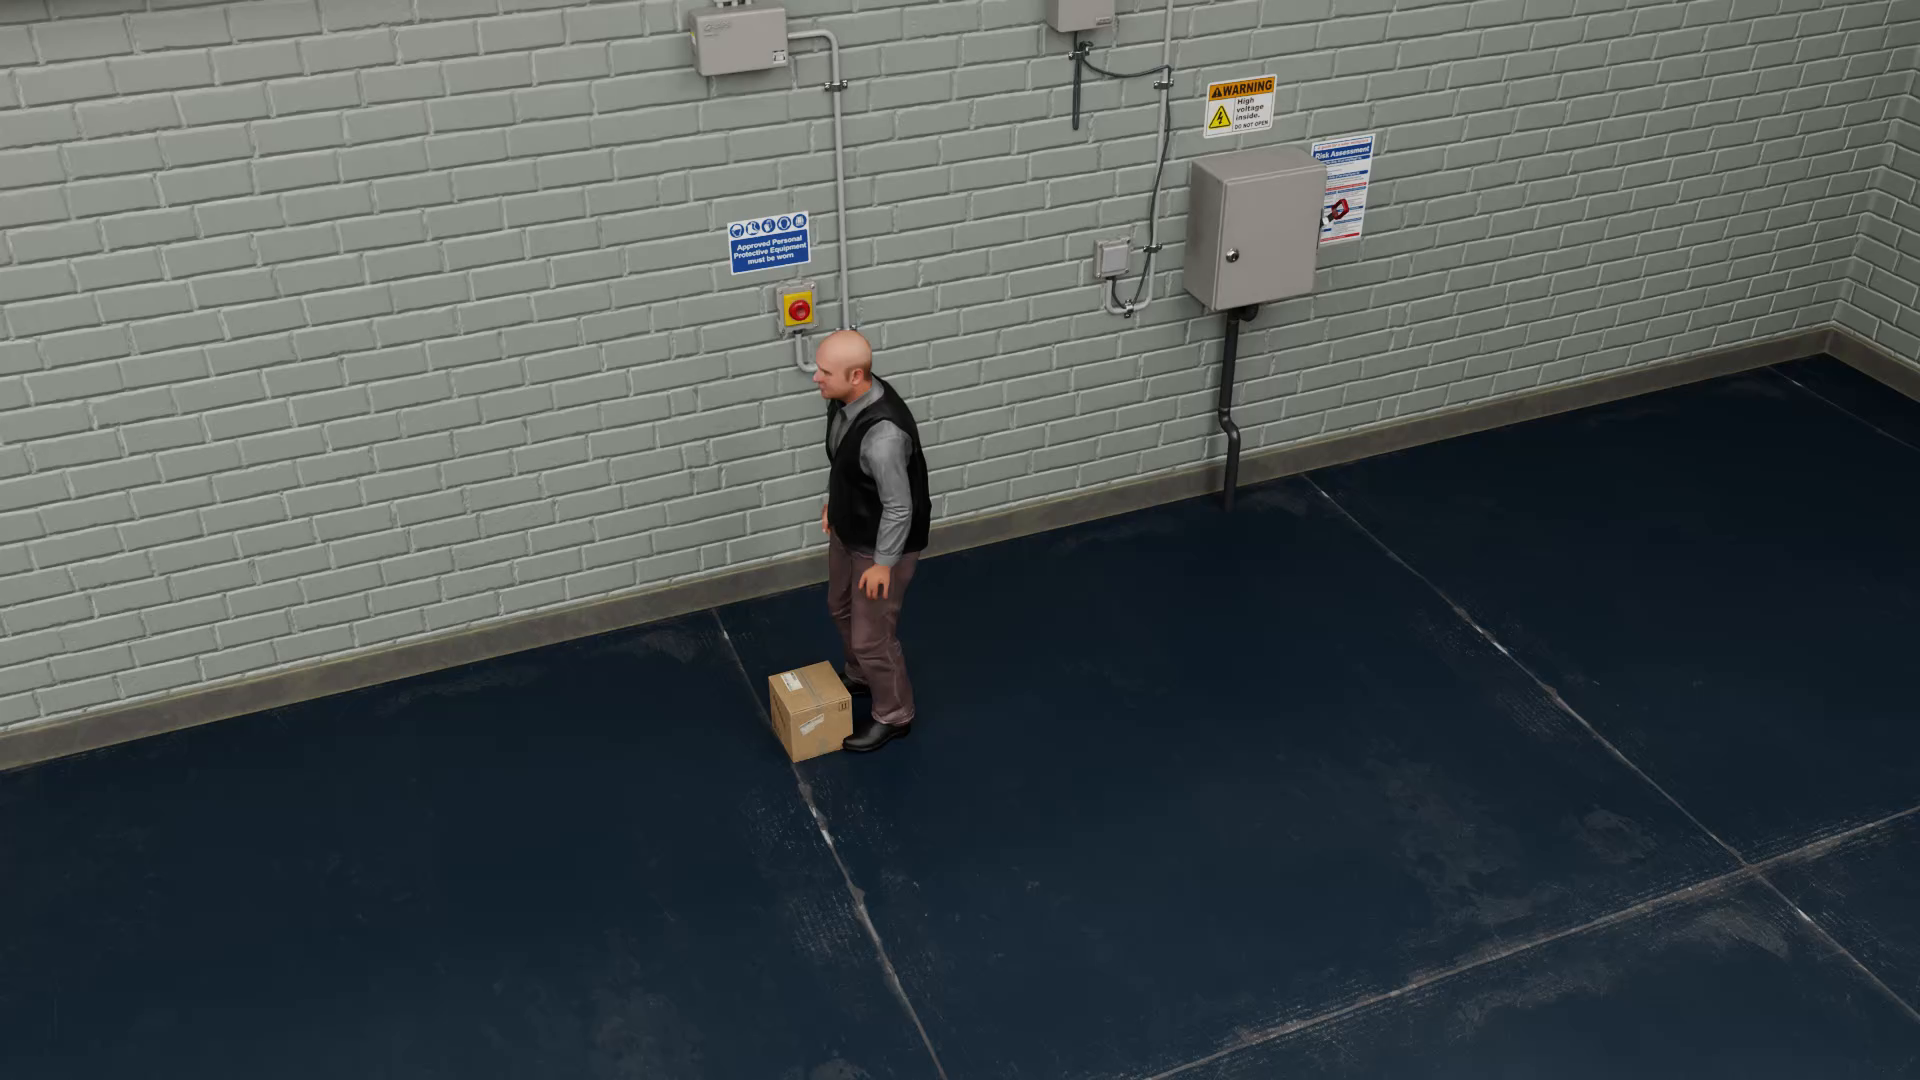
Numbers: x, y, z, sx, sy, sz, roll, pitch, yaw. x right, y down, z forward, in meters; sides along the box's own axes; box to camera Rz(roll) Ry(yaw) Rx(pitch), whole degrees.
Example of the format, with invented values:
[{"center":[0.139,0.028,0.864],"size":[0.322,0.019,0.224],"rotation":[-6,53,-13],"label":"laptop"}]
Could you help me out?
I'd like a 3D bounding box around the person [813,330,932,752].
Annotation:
[{"center":[-0.329,-0.013,6.181],"size":[0.416,1.721,0.580],"rotation":[-13,35,-19],"label":"person"}]
